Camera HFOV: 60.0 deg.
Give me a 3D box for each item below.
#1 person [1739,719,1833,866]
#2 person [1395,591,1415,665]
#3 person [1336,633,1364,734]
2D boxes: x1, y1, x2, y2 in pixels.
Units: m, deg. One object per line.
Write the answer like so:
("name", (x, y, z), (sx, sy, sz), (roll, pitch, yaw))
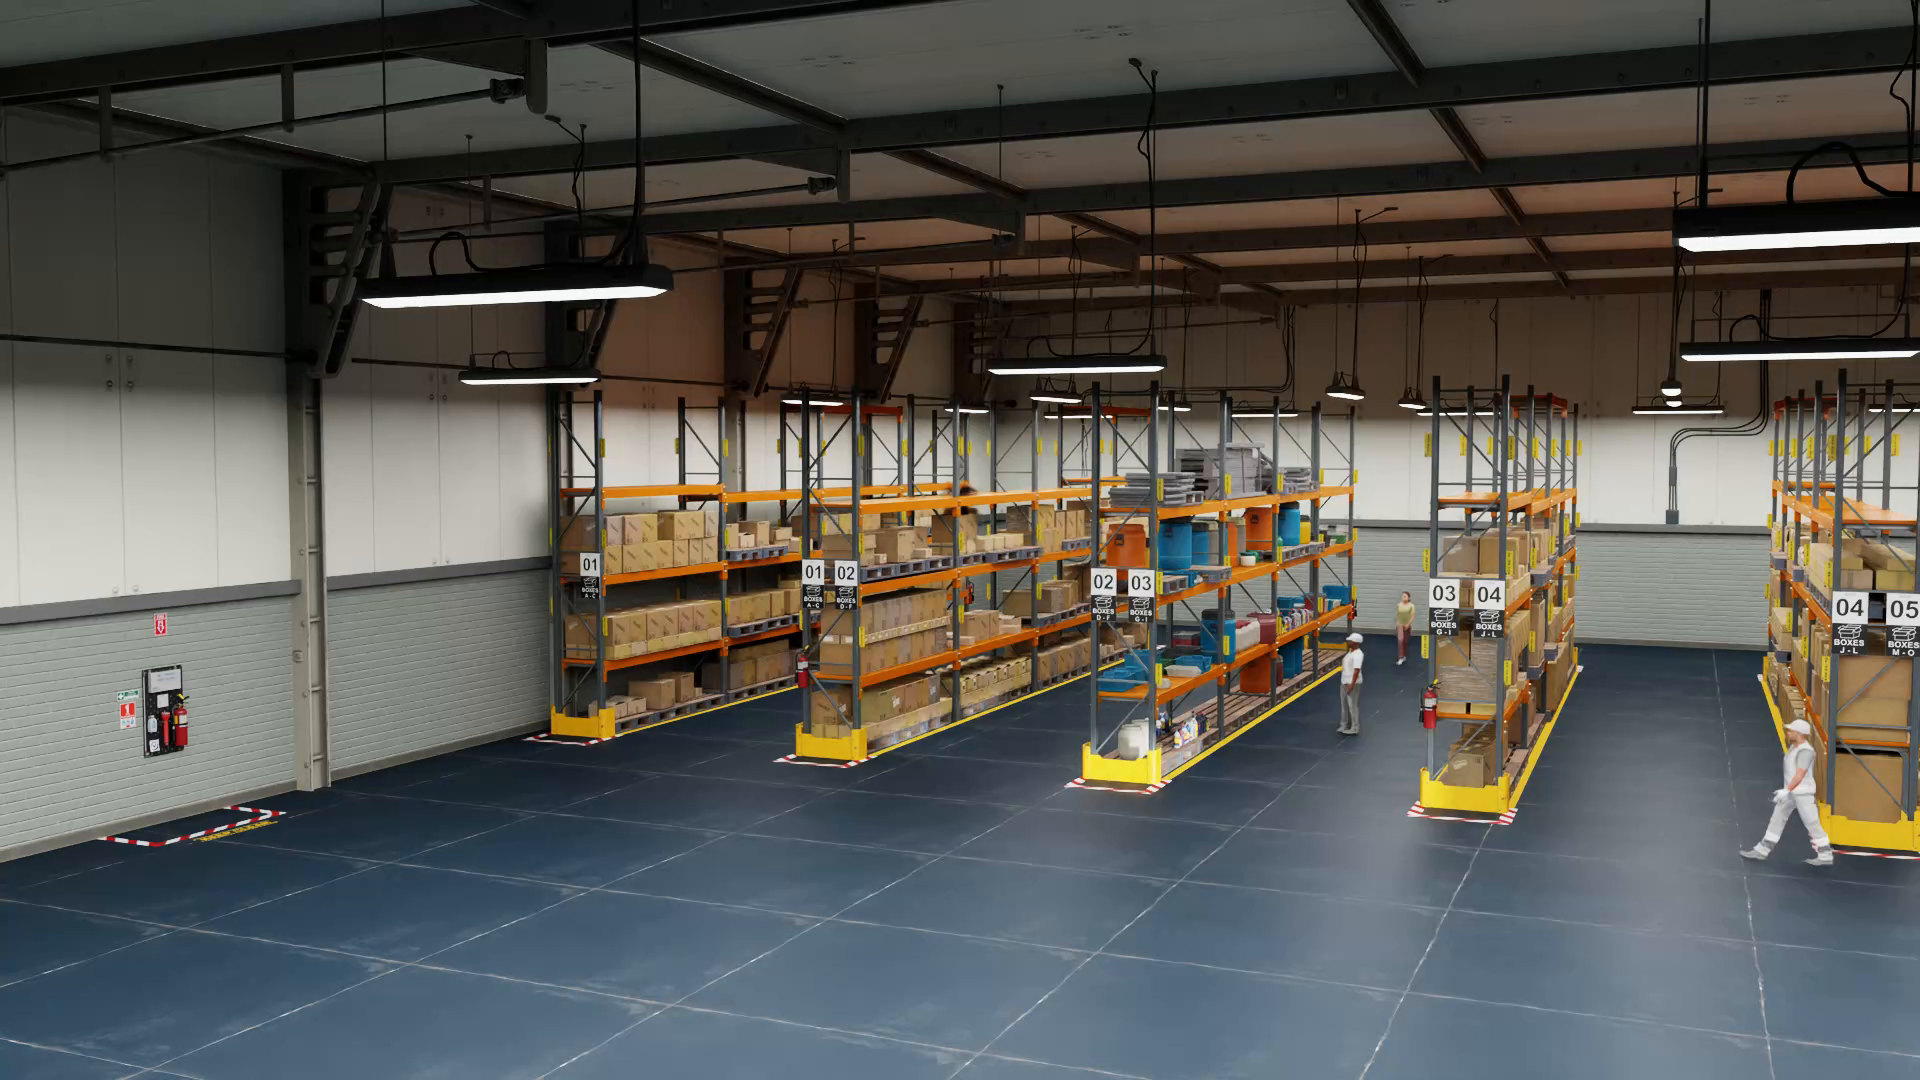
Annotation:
("person", (9.917, 3.006, 19.862), (0.984, 1.736, 0.532), (0, 3, 4))
("person", (10.362, 2.029, 38.703), (0.425, 1.672, 0.813), (0, 3, 4))
("person", (6.867, 2.516, 29.200), (0.483, 1.764, 0.607), (-1, 3, -18))
